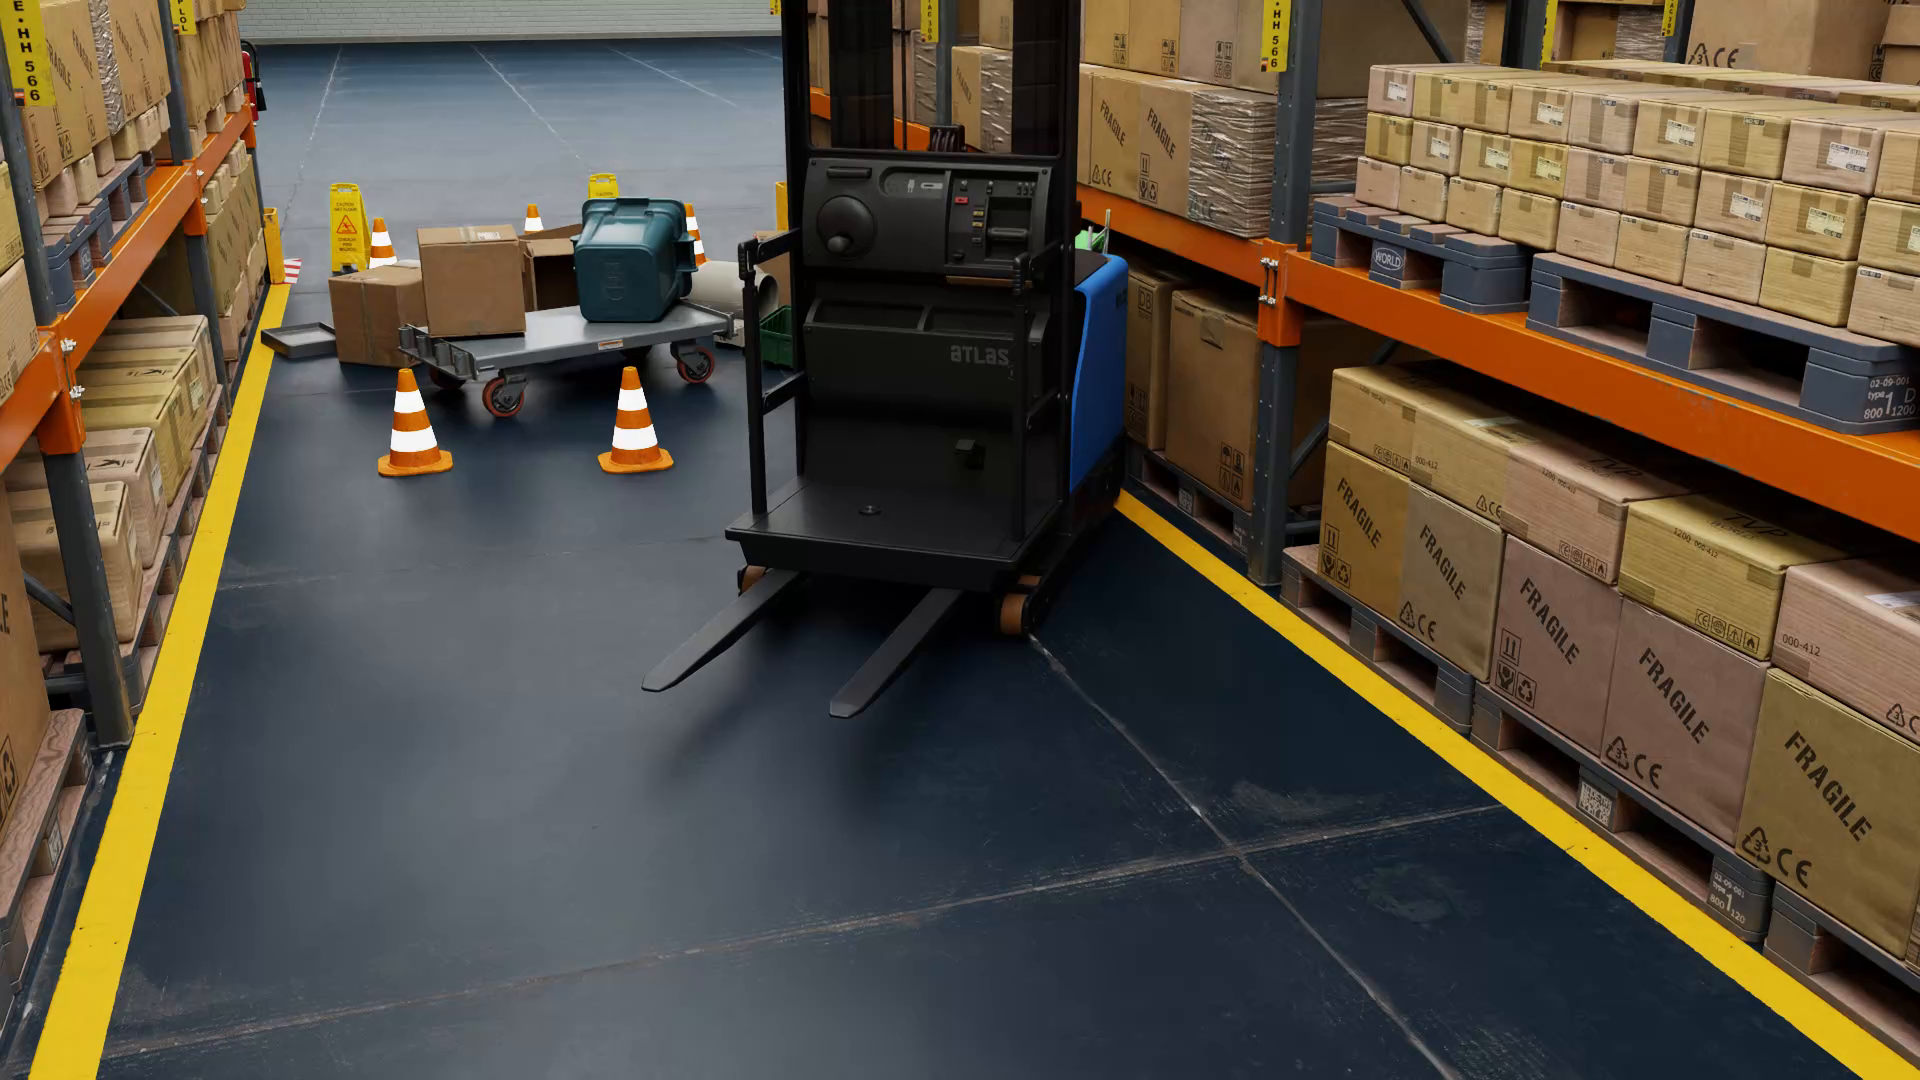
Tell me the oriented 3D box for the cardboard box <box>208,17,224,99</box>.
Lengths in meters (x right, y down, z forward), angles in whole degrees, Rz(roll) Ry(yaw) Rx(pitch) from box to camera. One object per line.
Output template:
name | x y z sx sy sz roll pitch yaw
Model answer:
cardboard box | -4.687 -2.859 9.850 0.500 0.500 0.500 -6 21 -17

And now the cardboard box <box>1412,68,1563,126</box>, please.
cardboard box | 1.663 -1.399 5.244 0.380 0.149 0.250 -7 21 -19

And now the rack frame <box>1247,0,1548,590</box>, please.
rack frame | 1.614 -1.294 6.082 1.000 3.000 0.127 -6 21 -17

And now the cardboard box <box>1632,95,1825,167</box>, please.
cardboard box | 1.990 -1.063 4.309 0.380 0.149 0.250 -6 21 -16

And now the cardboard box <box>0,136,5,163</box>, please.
cardboard box | -2.642 -1.115 3.957 0.500 0.500 0.500 -7 21 -19

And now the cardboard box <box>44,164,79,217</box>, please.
cardboard box | -3.078 -1.126 5.365 0.380 0.149 0.250 -8 21 -21

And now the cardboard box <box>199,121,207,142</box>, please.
cardboard box | -4.391 -2.277 9.190 0.380 0.149 0.250 -6 21 -16

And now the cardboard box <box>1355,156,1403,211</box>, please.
cardboard box | 1.563 -1.209 5.594 0.380 0.149 0.250 -7 21 -18

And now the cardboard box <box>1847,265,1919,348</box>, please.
cardboard box | 2.229 -0.529 3.702 0.380 0.149 0.250 -7 21 -20

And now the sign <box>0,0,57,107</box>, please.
sign | -2.527 -1.341 4.499 0.100 0.325 0.005 -6 21 -17

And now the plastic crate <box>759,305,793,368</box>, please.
plastic crate | -0.941 -1.198 9.890 0.450 0.188 0.662 13 22 7

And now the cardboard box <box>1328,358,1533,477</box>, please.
cardboard box | 1.601 -0.421 5.620 0.500 0.250 0.500 -7 21 -20

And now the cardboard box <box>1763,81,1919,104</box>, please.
cardboard box | 2.520 -1.217 4.737 0.380 0.149 0.250 -6 21 -17

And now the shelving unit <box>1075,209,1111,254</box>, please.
shelving unit | 0.373 -0.965 7.692 0.503 1.200 0.258 16 35 20

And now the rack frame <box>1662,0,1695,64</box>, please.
rack frame | 5.097 -3.072 11.033 1.000 3.000 0.127 -6 21 -17

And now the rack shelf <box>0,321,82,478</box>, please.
rack shelf | -2.425 0.244 2.863 1.077 0.370 4.000 -6 21 -17

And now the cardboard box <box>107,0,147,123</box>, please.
cardboard box | -3.634 -1.955 6.713 0.500 0.500 0.500 -6 21 -15

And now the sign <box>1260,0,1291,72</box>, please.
sign | 1.088 -1.779 5.720 0.100 0.325 0.005 -6 21 -17

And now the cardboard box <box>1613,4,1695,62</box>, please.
cardboard box | 5.015 -3.410 11.386 0.875 0.500 0.500 -6 21 -17

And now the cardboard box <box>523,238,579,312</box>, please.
cardboard box | -2.310 -1.598 10.421 0.797 0.637 0.503 -6 21 -17

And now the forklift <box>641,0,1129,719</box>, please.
forklift | -0.189 -1.177 5.857 1.130 2.935 3.031 6 21 16

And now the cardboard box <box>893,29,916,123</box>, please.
cardboard box | 0.035 -2.940 10.442 0.875 0.550 0.550 -6 21 -17

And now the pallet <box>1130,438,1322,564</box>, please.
pallet | 1.438 -0.243 7.280 1.003 0.211 1.213 -6 21 -17

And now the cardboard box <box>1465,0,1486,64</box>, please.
cardboard box | 4.374 -4.051 13.169 0.875 0.500 0.500 -6 21 -17

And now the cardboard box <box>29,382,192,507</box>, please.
cardboard box | -3.694 -0.359 6.745 0.950 0.372 0.625 -6 21 -15

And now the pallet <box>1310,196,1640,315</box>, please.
pallet | 1.939 -0.987 5.510 1.213 0.211 1.003 -6 21 -17

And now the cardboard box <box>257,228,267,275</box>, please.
cardboard box | -5.051 -1.968 11.405 0.500 0.250 0.500 -6 21 -17

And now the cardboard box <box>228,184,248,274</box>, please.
cardboard box | -4.580 -1.831 9.914 0.500 0.500 0.500 -5 20 -14

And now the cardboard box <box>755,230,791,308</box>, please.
cardboard box | -1.105 -1.792 11.162 0.500 0.500 0.500 -3 20 -8

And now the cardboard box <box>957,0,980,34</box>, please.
cardboard box | 0.274 -3.279 9.788 0.875 0.550 0.550 -6 21 -17

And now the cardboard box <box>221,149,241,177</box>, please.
cardboard box | -4.732 -2.359 10.425 0.380 0.149 0.250 -5 20 -15

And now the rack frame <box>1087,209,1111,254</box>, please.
rack frame | 0.593 -0.903 7.609 0.015 1.200 0.240 16 35 20

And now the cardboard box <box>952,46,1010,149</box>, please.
cardboard box | 0.267 -2.428 9.090 0.500 0.500 0.500 -6 21 -17

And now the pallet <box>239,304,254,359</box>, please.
pallet | -4.942 -1.311 10.254 1.003 0.211 1.213 -6 21 -17

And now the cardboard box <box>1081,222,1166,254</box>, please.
cardboard box | 0.937 -1.217 8.575 1.050 0.750 0.750 -6 21 -17

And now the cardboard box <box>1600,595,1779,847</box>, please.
cardboard box | 2.082 0.428 4.365 0.500 0.500 0.500 -7 21 -18

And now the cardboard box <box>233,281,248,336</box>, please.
cardboard box | -4.418 -1.311 9.576 0.500 0.250 0.500 -5 20 -14

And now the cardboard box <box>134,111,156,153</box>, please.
cardboard box | -3.622 -1.716 7.008 0.380 0.149 0.250 -6 21 -17

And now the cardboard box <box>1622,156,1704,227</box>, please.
cardboard box | 1.982 -0.924 4.362 0.380 0.149 0.250 -7 21 -18

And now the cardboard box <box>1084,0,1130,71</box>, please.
cardboard box | 0.998 -2.448 7.666 0.700 0.500 0.500 -7 21 -18

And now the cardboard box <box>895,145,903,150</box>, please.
cardboard box | -0.061 -2.274 11.331 0.875 0.875 0.875 -6 21 -17

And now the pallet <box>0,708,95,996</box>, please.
pallet | -2.877 0.837 4.273 1.003 0.211 1.213 -6 21 -17

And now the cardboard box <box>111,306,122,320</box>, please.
cardboard box | -4.751 -1.437 8.818 0.500 0.500 0.500 -7 21 -18

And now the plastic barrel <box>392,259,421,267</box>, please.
plastic barrel | -3.481 -1.589 10.713 0.512 0.421 0.421 8 21 20

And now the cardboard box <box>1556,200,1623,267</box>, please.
cardboard box | 1.905 -0.864 4.636 0.380 0.149 0.250 -6 21 -15

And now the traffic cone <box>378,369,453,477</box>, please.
traffic cone | -2.592 -0.576 7.837 0.336 0.463 0.334 -6 21 -17

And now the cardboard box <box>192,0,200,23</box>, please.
cardboard box | -4.243 -2.841 8.323 0.700 0.500 0.500 -7 21 -18

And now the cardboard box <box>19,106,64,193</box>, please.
cardboard box | -2.975 -1.290 4.860 0.500 0.500 0.500 -7 21 -19

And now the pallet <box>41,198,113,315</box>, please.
pallet | -3.378 -0.863 5.166 1.213 0.211 1.003 -6 21 -17

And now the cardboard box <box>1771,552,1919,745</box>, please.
cardboard box | 2.248 0.237 3.787 0.500 0.250 0.500 -5 20 -15

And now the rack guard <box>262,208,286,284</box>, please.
rack guard | -5.544 -2.102 12.030 1.175 0.500 0.348 -6 21 -17

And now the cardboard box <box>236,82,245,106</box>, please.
cardboard box | -5.062 -3.018 11.253 0.380 0.149 0.250 -7 21 -18

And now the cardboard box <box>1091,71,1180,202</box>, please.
cardboard box | 0.905 -1.778 7.281 0.500 0.500 0.500 -7 21 -18

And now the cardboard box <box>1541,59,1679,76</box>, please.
cardboard box | 2.204 -1.545 5.651 0.380 0.149 0.250 -7 21 -19

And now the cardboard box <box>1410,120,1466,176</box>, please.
cardboard box | 1.663 -1.250 5.271 0.380 0.149 0.250 -5 20 -15
